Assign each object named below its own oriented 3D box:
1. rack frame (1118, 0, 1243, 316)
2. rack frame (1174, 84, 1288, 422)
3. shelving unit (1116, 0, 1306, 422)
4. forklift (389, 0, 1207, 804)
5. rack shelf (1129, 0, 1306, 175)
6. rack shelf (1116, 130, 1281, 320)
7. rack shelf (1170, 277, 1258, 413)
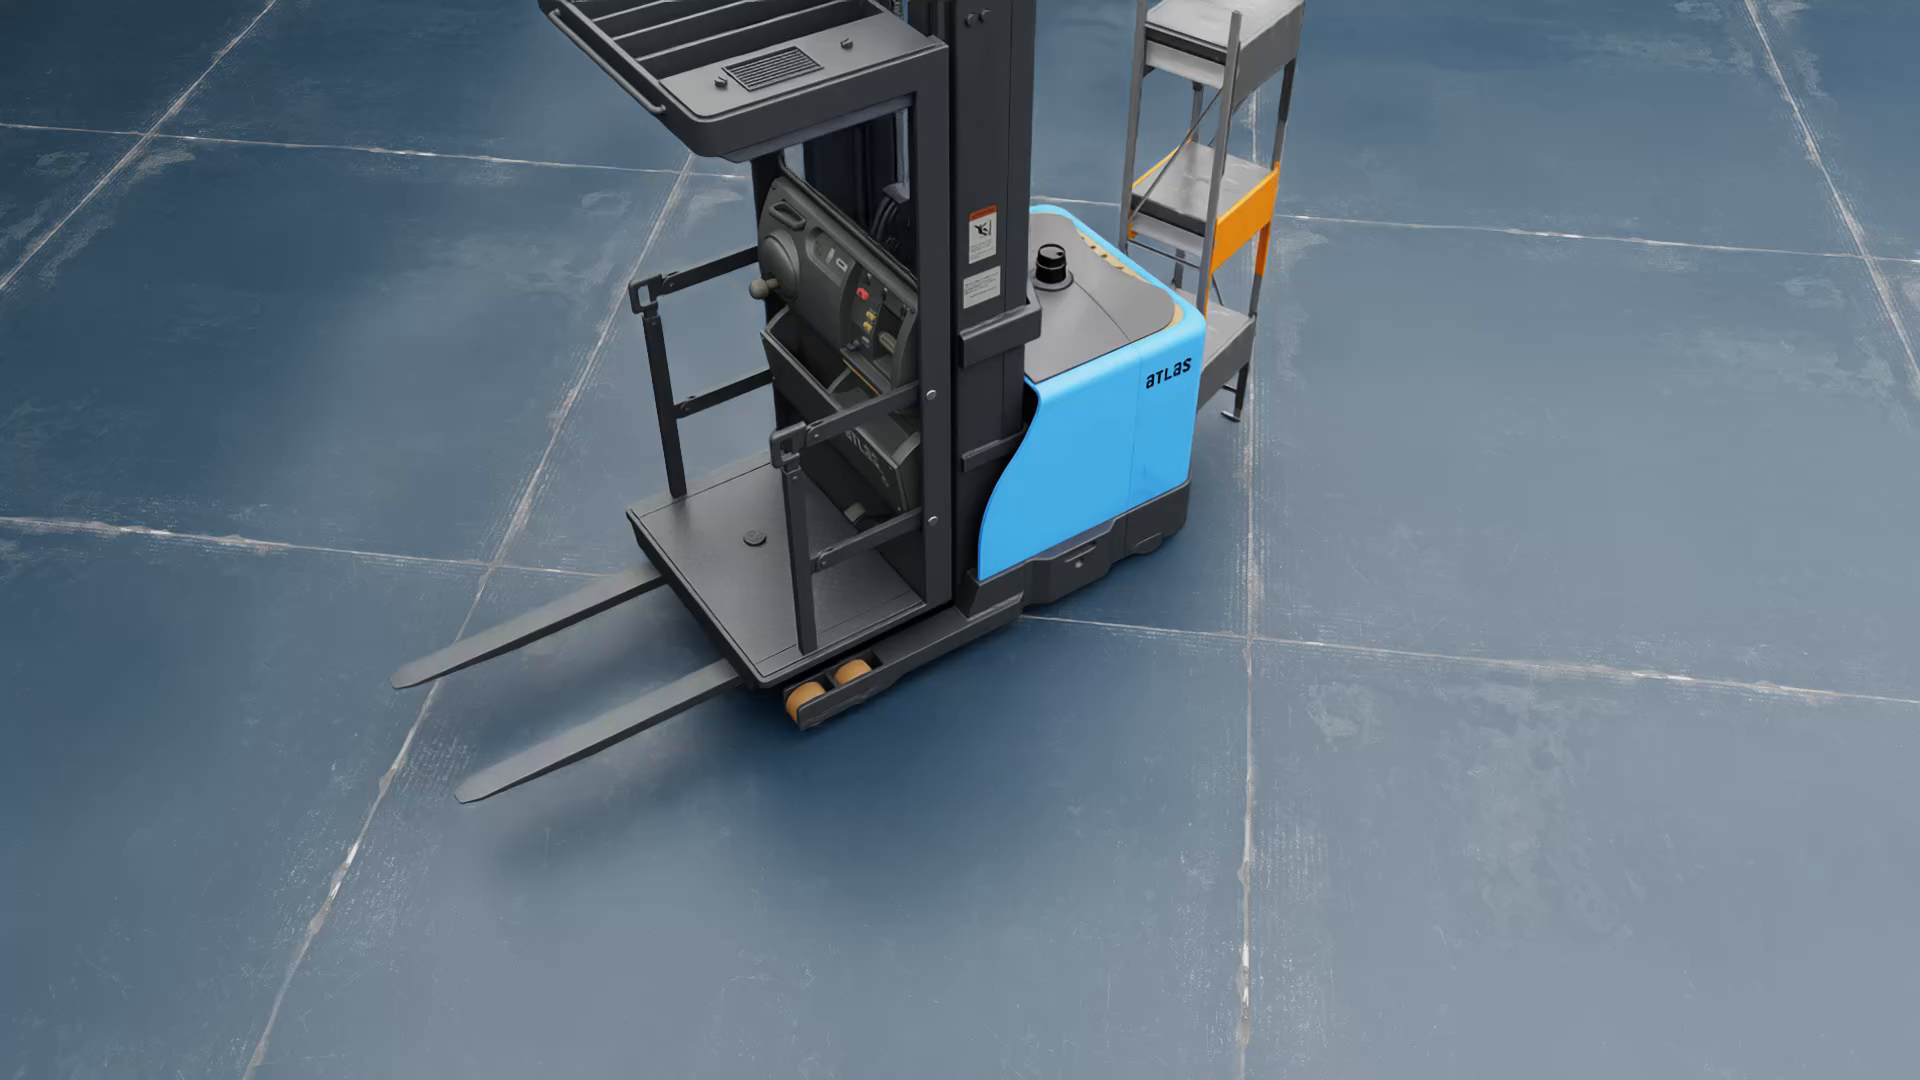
[{"bbox_3d":[0.779,-1.089,6.370,0.400,2.100,0.015,27,50,25],"label":"rack frame"},{"bbox_3d":[1.071,-1.360,6.652,0.400,2.100,0.015,27,50,25],"label":"rack frame"},{"bbox_3d":[0.925,-1.224,6.511,0.431,2.100,0.503,27,50,25],"label":"shelving unit"},{"bbox_3d":[-0.589,-0.802,5.466,3.031,2.935,1.130,-25,49,-24],"label":"forklift"},{"bbox_3d":[0.927,-1.718,6.034,0.431,0.518,0.480,27,50,25],"label":"rack shelf"},{"bbox_3d":[0.925,-1.215,6.520,0.431,0.518,0.480,27,50,25],"label":"rack shelf"},{"bbox_3d":[0.924,-0.711,7.007,0.431,0.518,0.480,27,50,25],"label":"rack shelf"}]
